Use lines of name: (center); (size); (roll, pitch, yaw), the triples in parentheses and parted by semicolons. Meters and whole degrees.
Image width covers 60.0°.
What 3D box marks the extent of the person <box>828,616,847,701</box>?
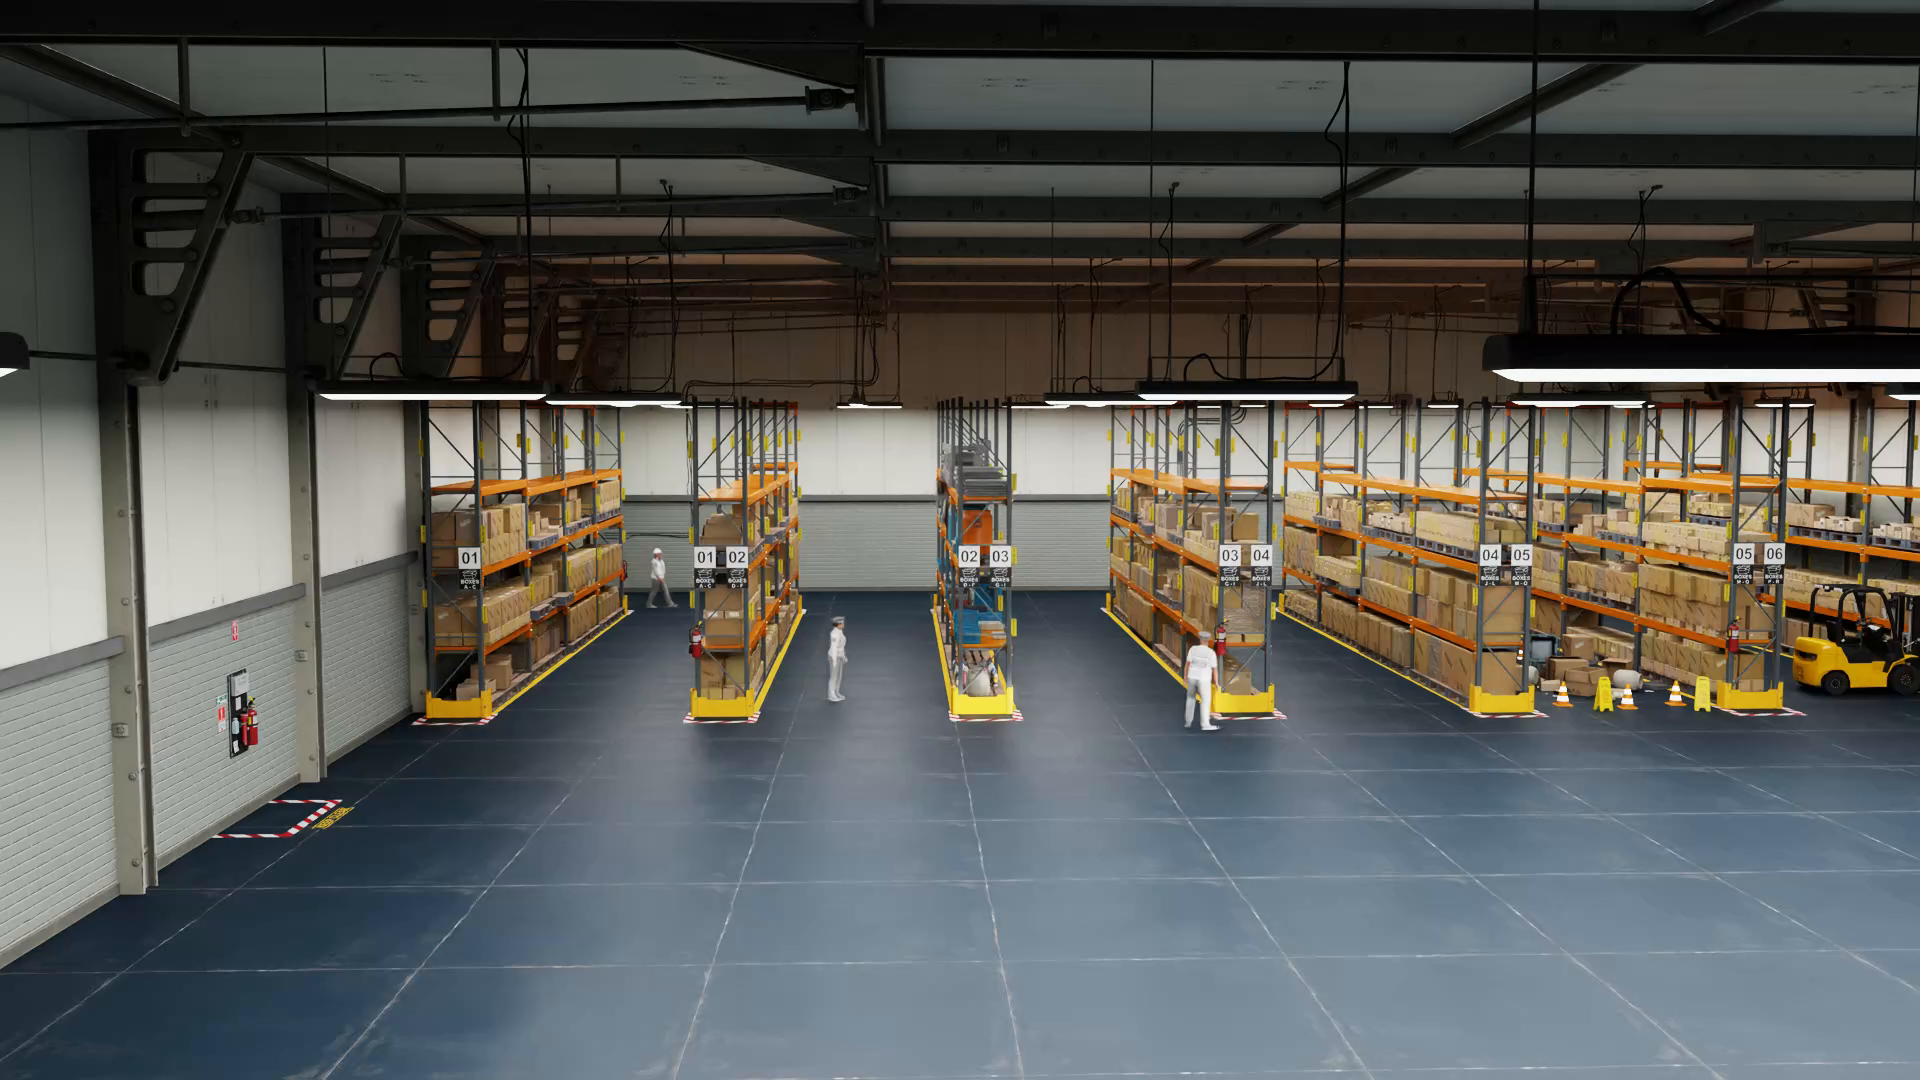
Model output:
person: (-2.439, 2.343, 32.944); (0.356, 1.683, 0.514); (1, 4, 10)

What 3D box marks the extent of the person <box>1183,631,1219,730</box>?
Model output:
person: (4.316, 2.561, 30.005); (0.702, 1.823, 0.404); (4, 6, 39)

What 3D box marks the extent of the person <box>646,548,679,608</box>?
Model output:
person: (-8.657, 1.111, 48.193); (0.915, 1.734, 0.582); (0, 4, 6)
